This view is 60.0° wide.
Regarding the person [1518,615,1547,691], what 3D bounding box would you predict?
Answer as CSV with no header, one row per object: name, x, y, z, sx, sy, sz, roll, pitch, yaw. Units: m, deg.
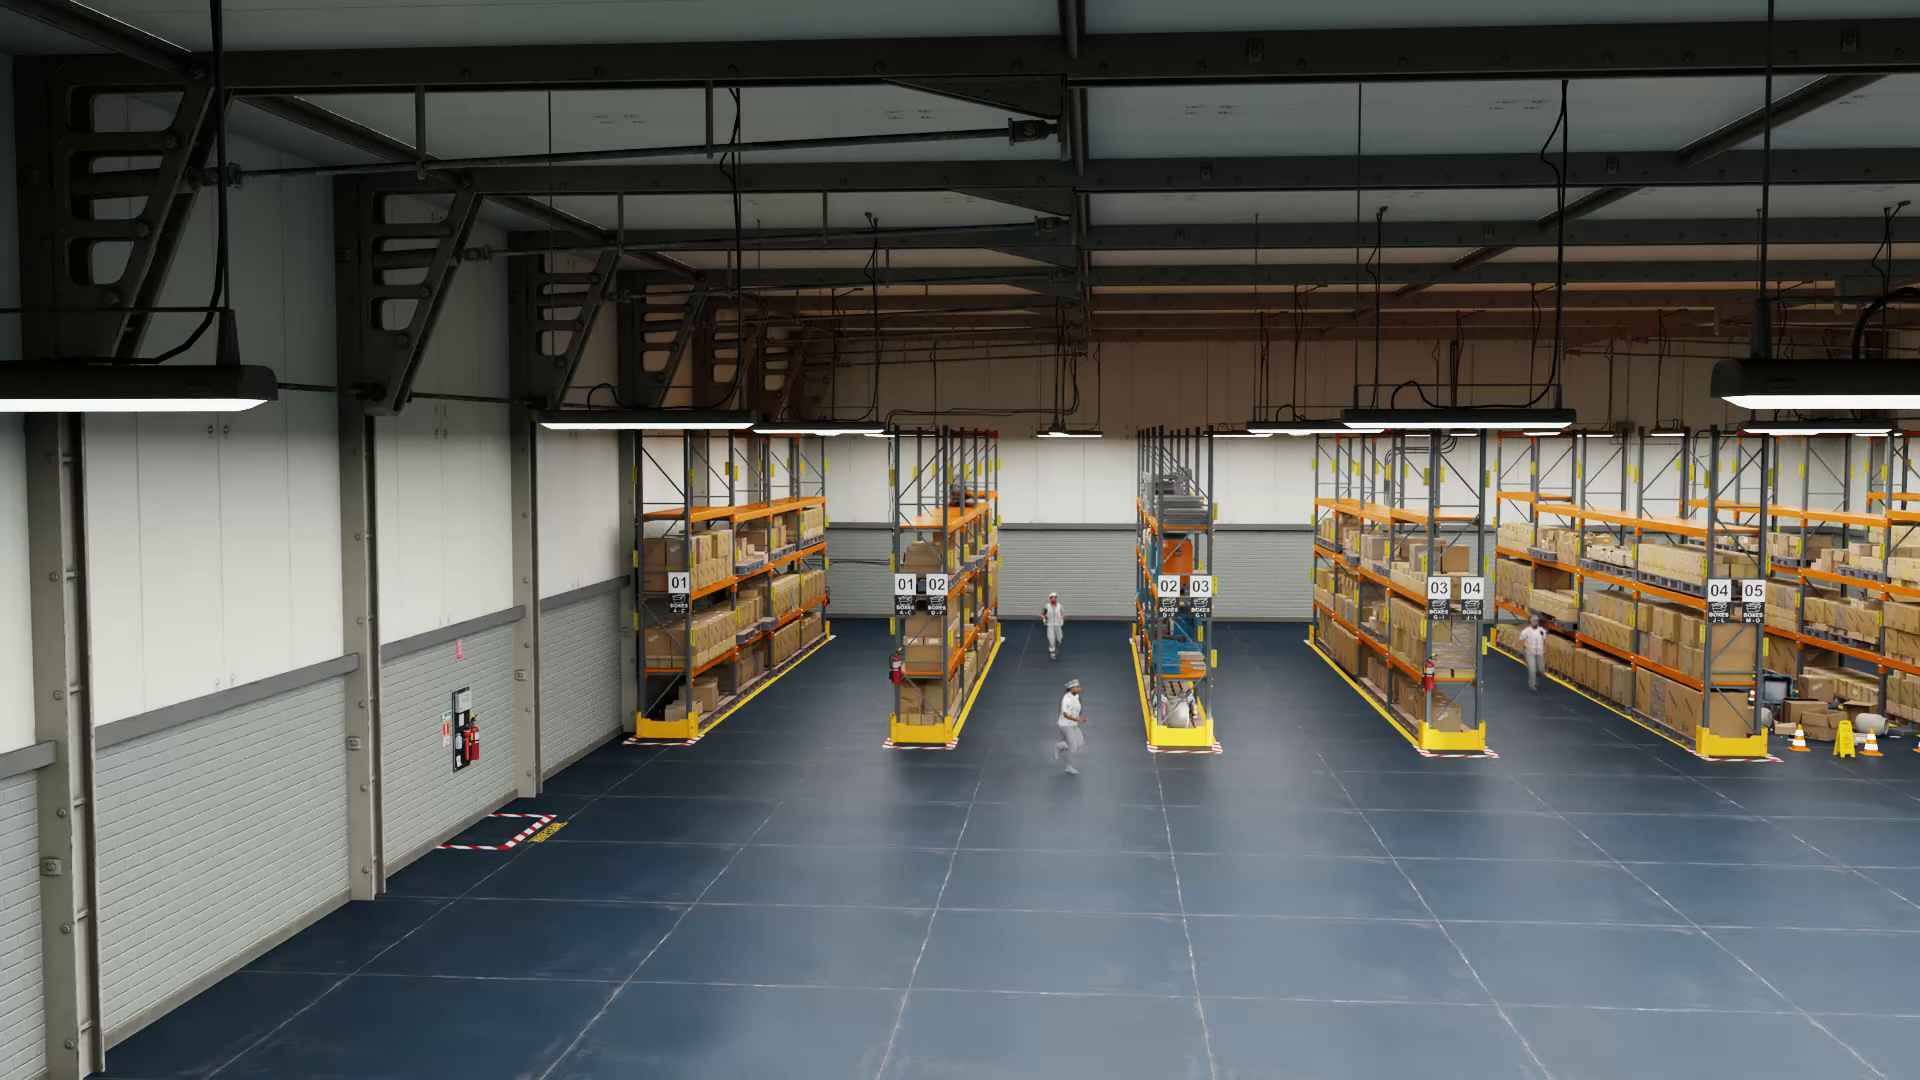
person,13.130,2.567,38.043,0.661,1.731,0.628,0,3,3

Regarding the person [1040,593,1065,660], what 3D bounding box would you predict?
person,2.434,2.244,43.429,0.654,1.737,0.622,0,3,-4

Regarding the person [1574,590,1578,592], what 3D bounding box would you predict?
person,16.655,2.185,44.965,0.547,1.704,0.856,0,3,1

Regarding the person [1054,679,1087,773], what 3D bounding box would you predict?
person,1.931,3.196,28.651,0.620,1.650,0.614,2,4,26
